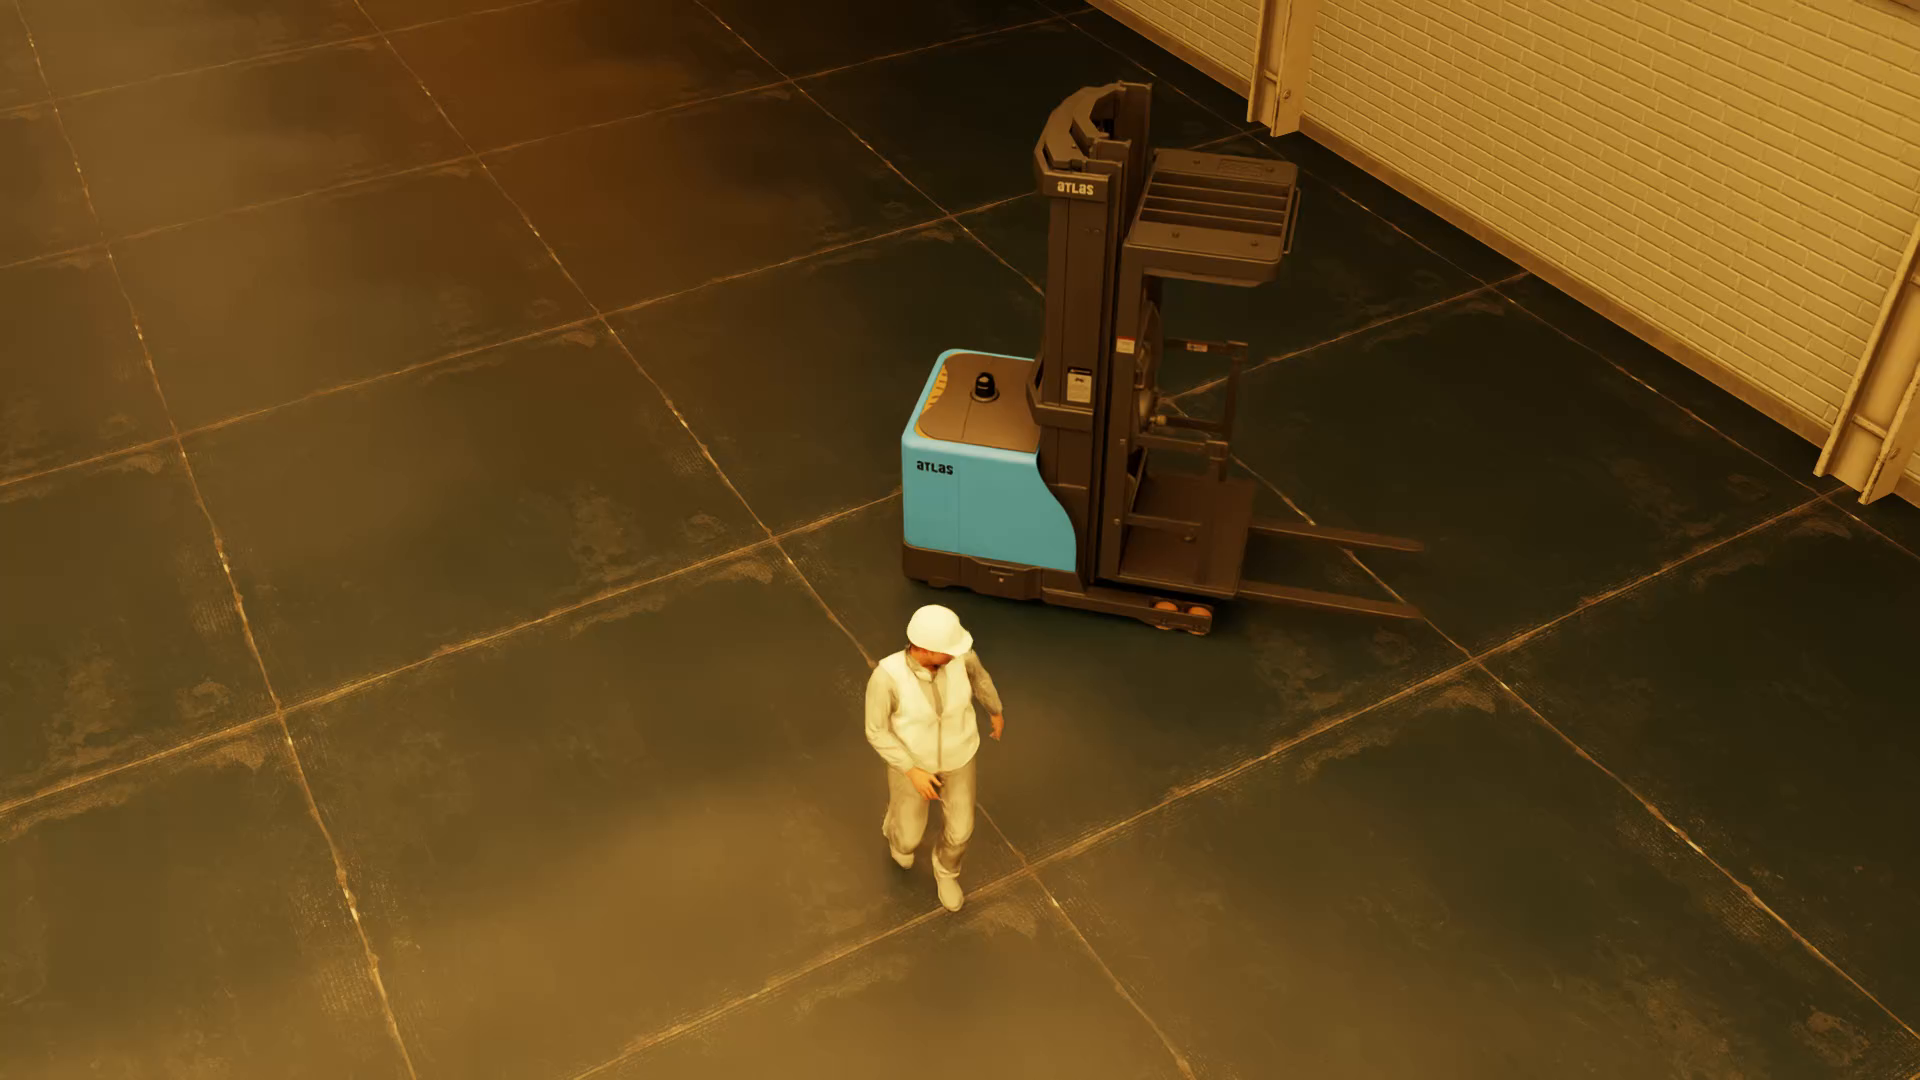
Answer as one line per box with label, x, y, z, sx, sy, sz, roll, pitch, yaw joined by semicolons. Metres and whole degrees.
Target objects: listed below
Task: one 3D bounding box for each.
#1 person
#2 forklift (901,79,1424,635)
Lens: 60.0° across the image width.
person;-0.092;0.999;7.786;0.705;1.724;0.555;-8;40;-10
forklift;1.228;-0.951;9.182;3.031;2.935;1.130;9;40;11
